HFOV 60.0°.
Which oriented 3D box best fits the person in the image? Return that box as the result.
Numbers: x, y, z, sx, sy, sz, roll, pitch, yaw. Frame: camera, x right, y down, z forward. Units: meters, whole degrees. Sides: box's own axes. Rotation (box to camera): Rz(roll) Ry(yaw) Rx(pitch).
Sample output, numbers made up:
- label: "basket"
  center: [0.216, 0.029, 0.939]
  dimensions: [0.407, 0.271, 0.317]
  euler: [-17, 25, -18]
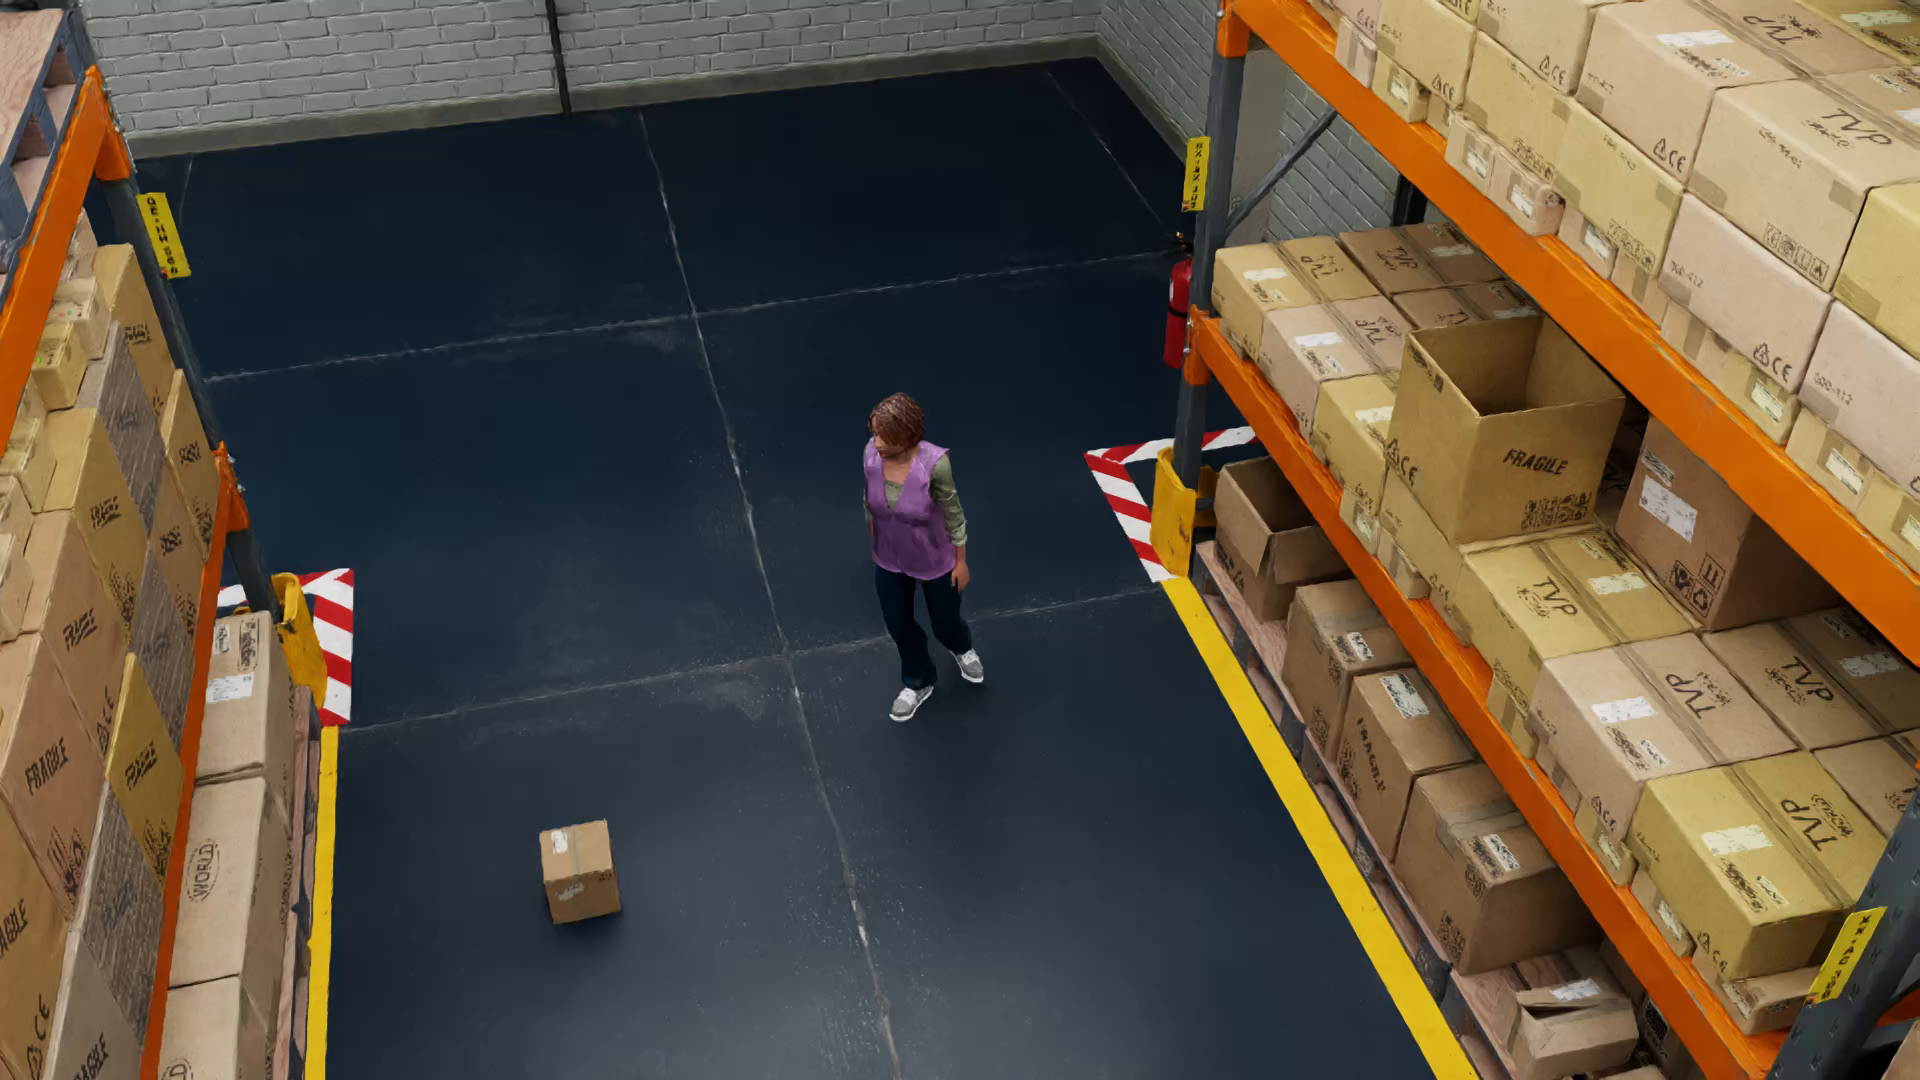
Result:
- label: "person"
  center: [-0.146, 0.073, 6.716]
  dimensions: [0.463, 1.480, 0.504]
  euler: [14, 41, 17]
